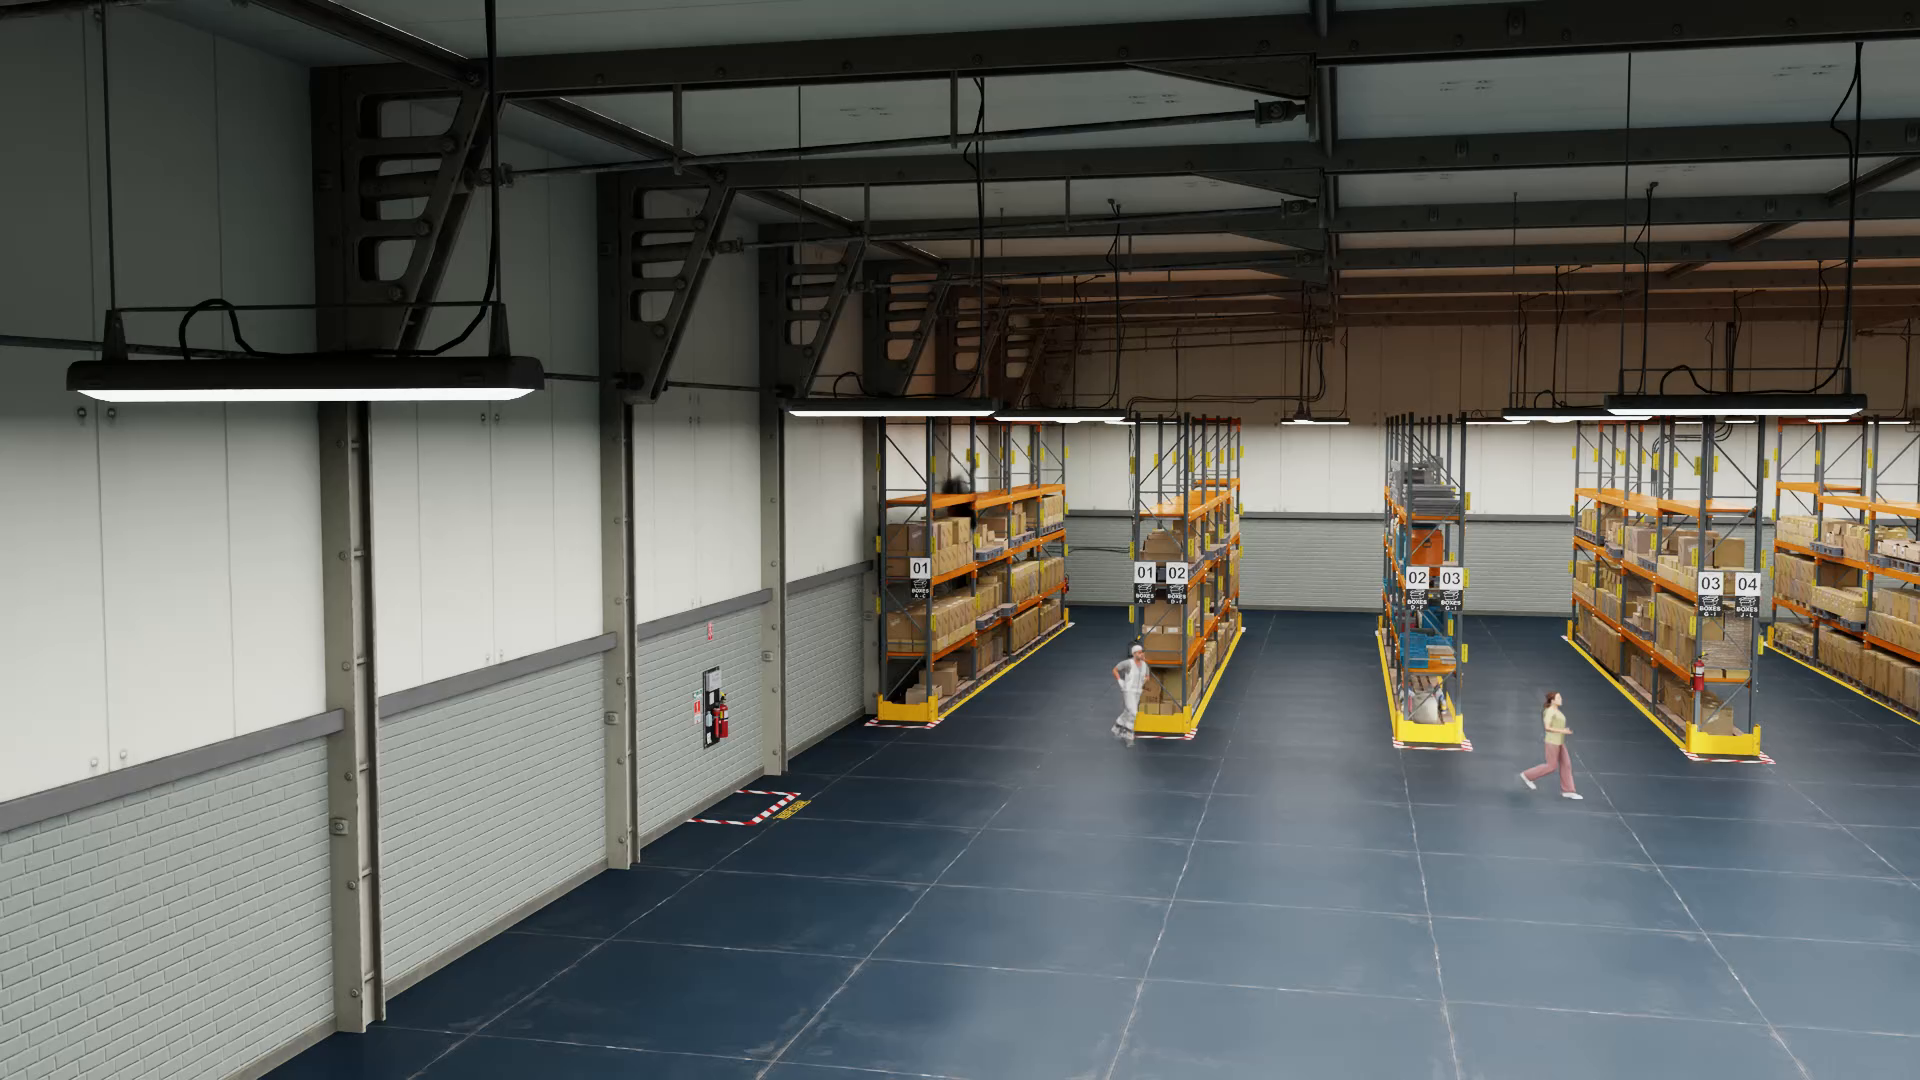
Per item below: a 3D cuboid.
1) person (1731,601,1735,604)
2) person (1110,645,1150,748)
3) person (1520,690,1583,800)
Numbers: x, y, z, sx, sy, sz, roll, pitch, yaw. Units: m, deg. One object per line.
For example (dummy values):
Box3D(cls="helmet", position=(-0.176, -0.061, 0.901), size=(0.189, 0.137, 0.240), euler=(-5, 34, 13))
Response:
Box3D(cls="person", position=(20.826, 1.896, 44.349), size=(0.834, 1.650, 0.602), euler=(-2, 4, -28))
Box3D(cls="person", position=(3.113, 2.811, 30.193), size=(0.658, 1.839, 0.753), euler=(-3, 5, -36))
Box3D(cls="person", position=(9.149, 3.146, 25.663), size=(0.934, 1.664, 0.578), euler=(3, 5, 34))
